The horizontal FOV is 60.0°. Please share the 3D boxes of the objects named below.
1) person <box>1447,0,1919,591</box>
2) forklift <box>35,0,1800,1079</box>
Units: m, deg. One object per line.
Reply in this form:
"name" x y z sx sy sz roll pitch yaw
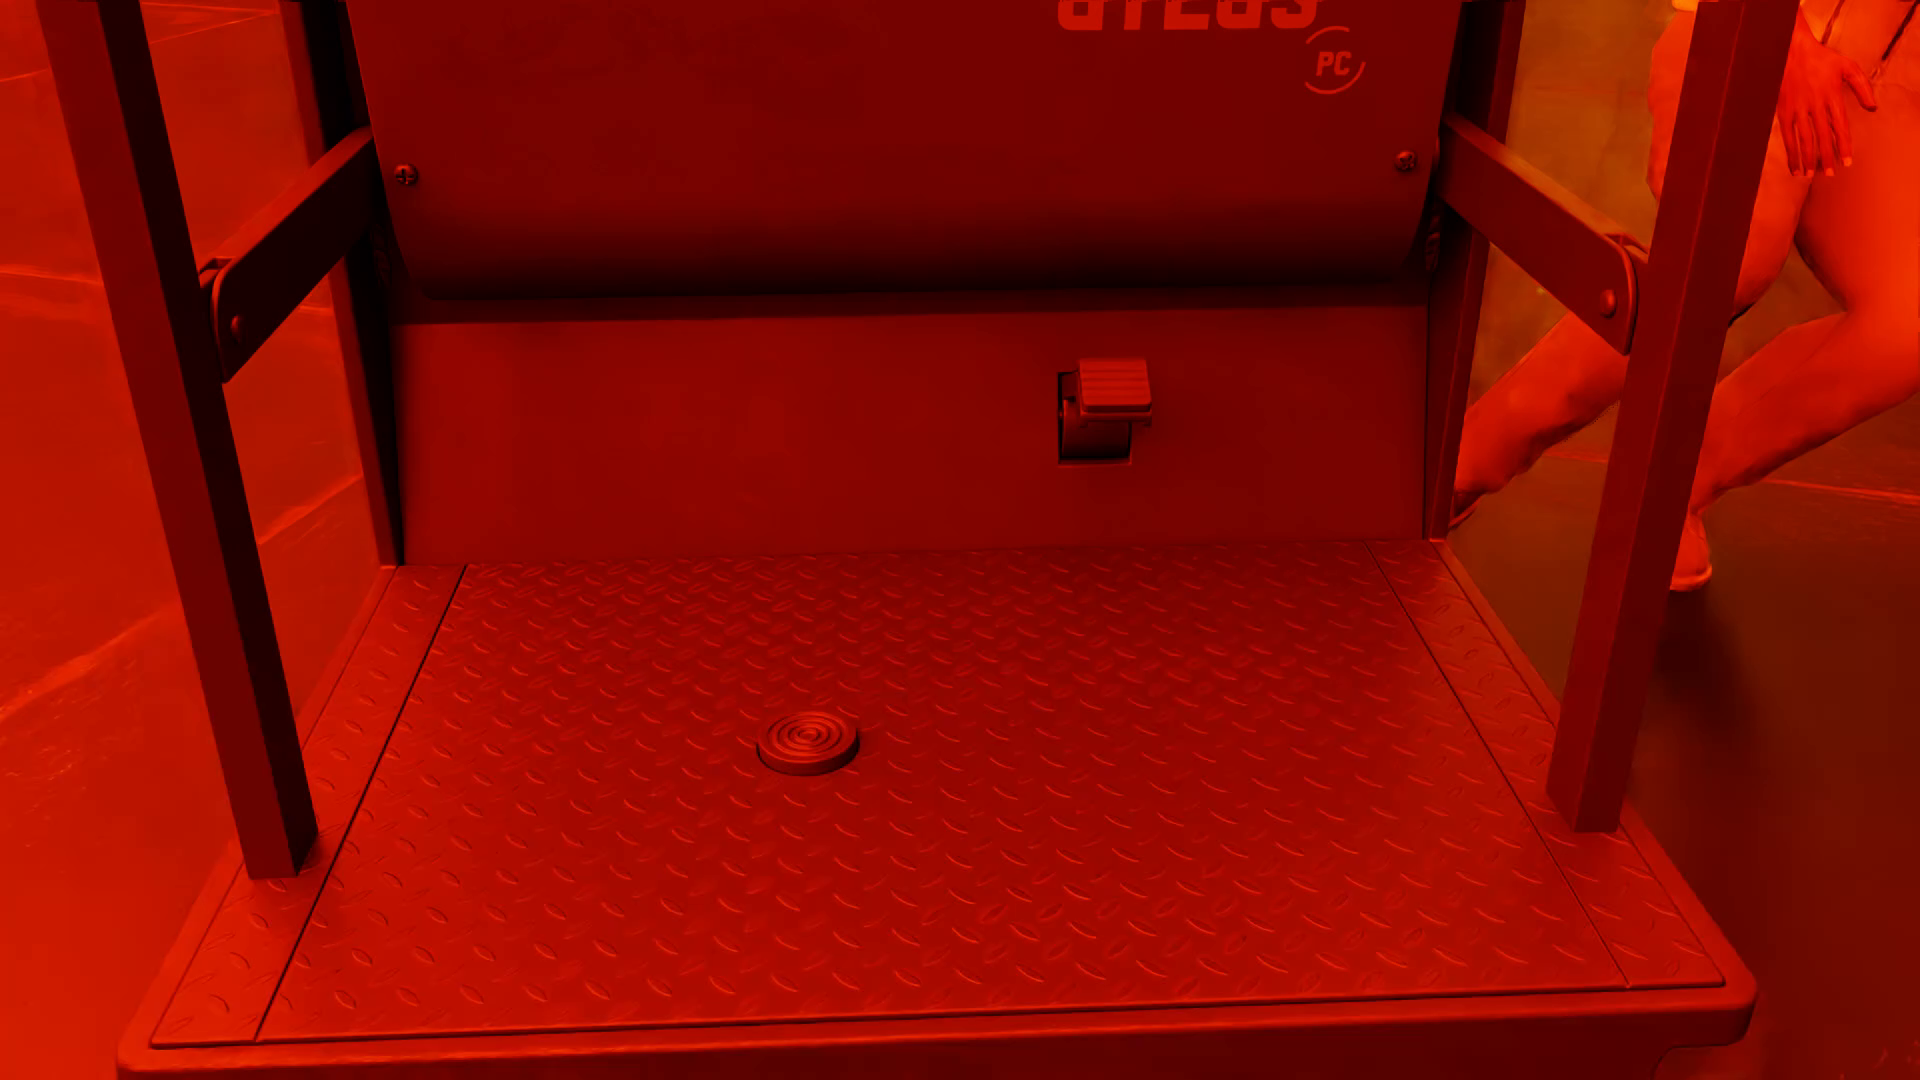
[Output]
"person" 1.099 -0.527 1.991 1.196 1.423 0.879 -8 28 -16
"forklift" -0.028 -0.881 1.001 1.130 2.935 3.031 -1 27 -3
